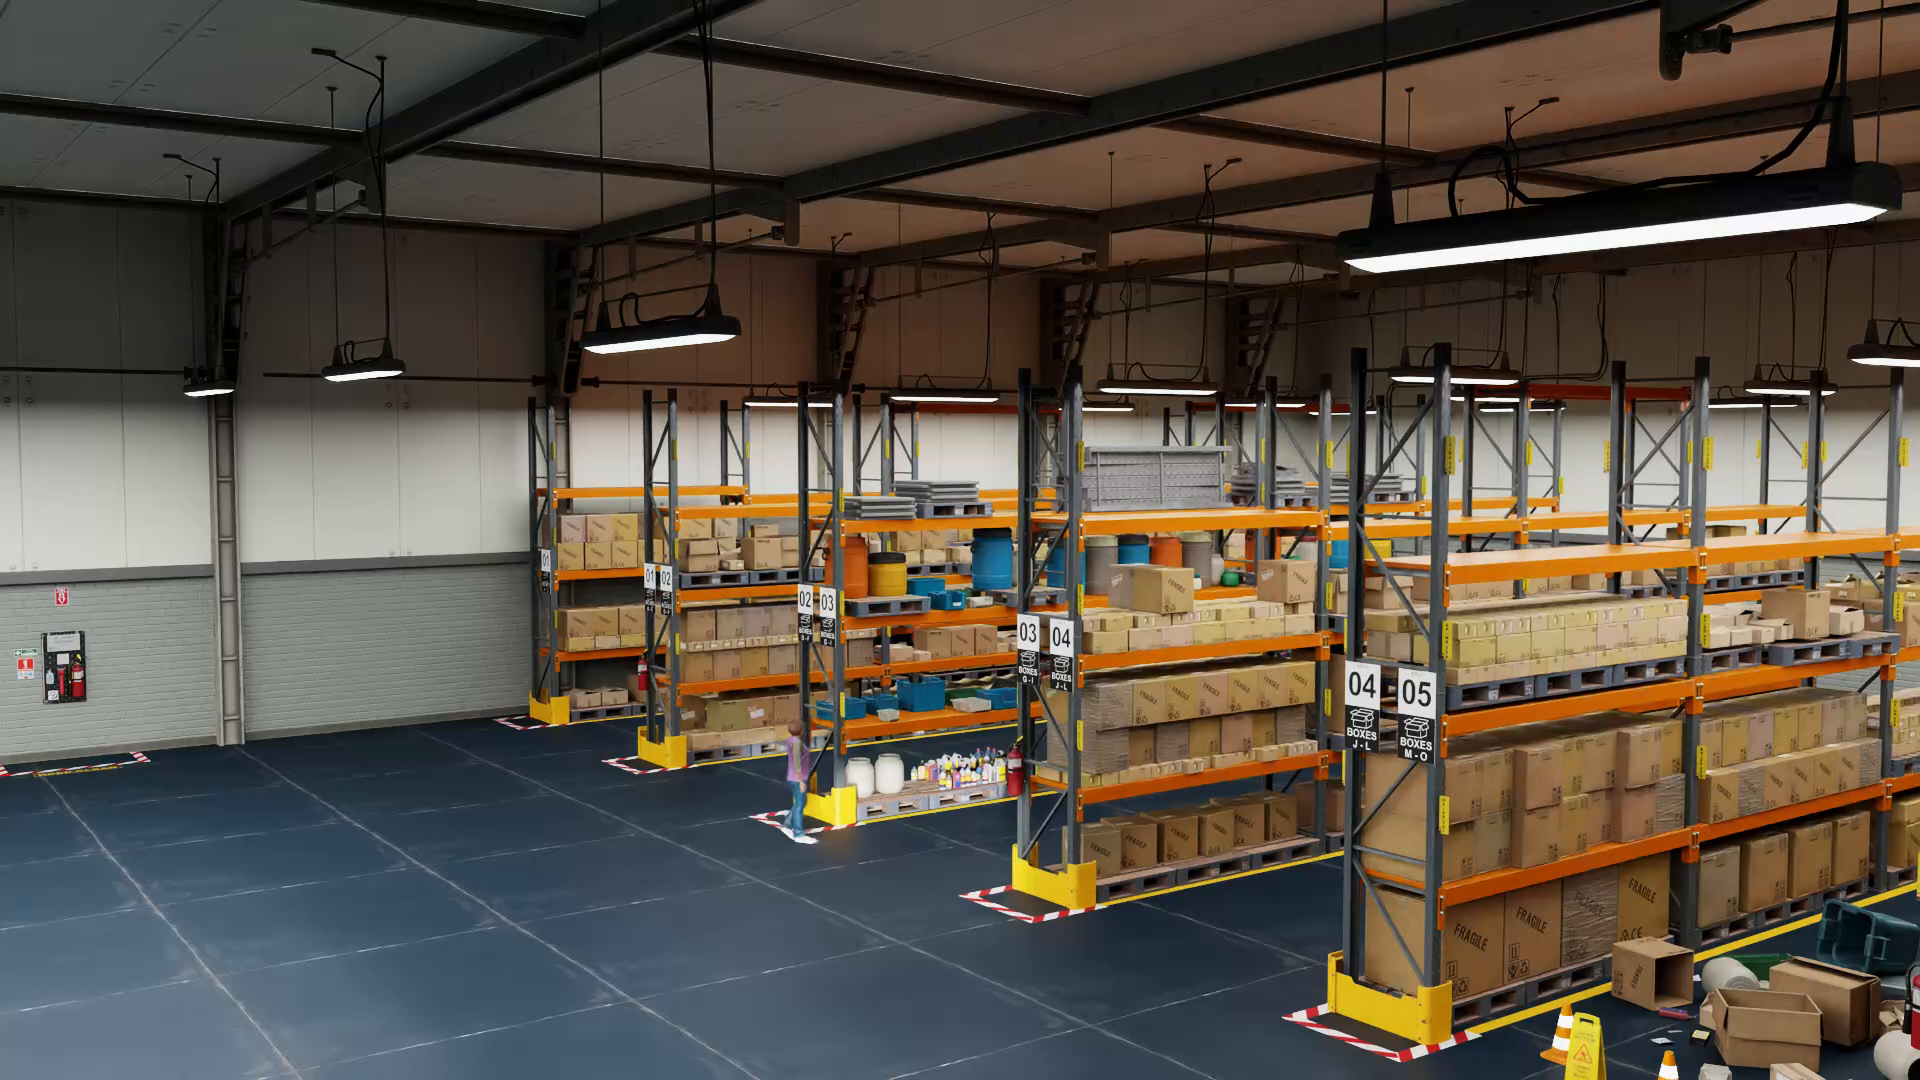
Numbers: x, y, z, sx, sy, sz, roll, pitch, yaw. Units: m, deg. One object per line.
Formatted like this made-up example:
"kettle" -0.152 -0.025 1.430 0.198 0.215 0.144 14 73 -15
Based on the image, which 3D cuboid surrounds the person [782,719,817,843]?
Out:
"person" -2.082 3.102 21.456 0.453 1.609 0.451 0 3 -5
